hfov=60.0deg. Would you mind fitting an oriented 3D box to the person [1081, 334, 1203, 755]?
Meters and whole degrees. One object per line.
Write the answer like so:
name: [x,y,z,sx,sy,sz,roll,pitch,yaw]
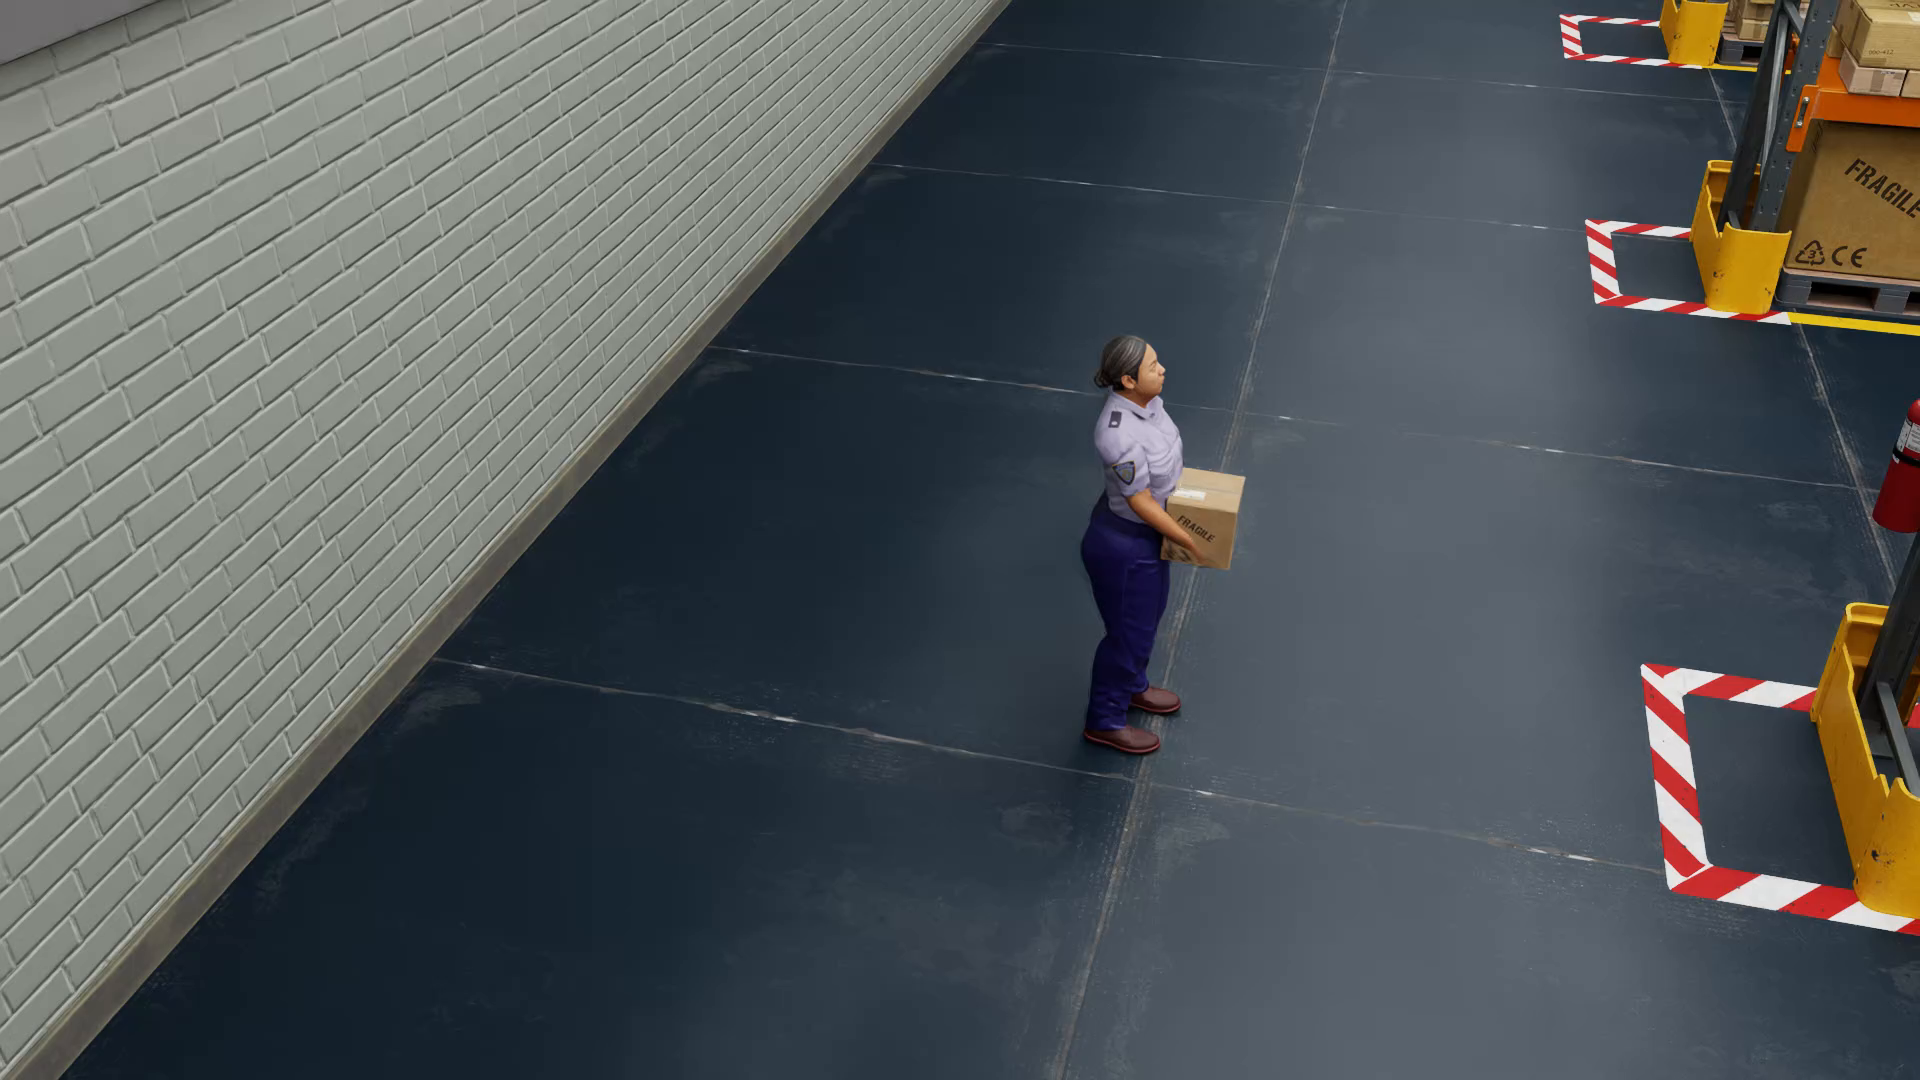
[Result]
person: [0.716,0.014,6.134,0.512,1.641,0.475,7,34,11]
